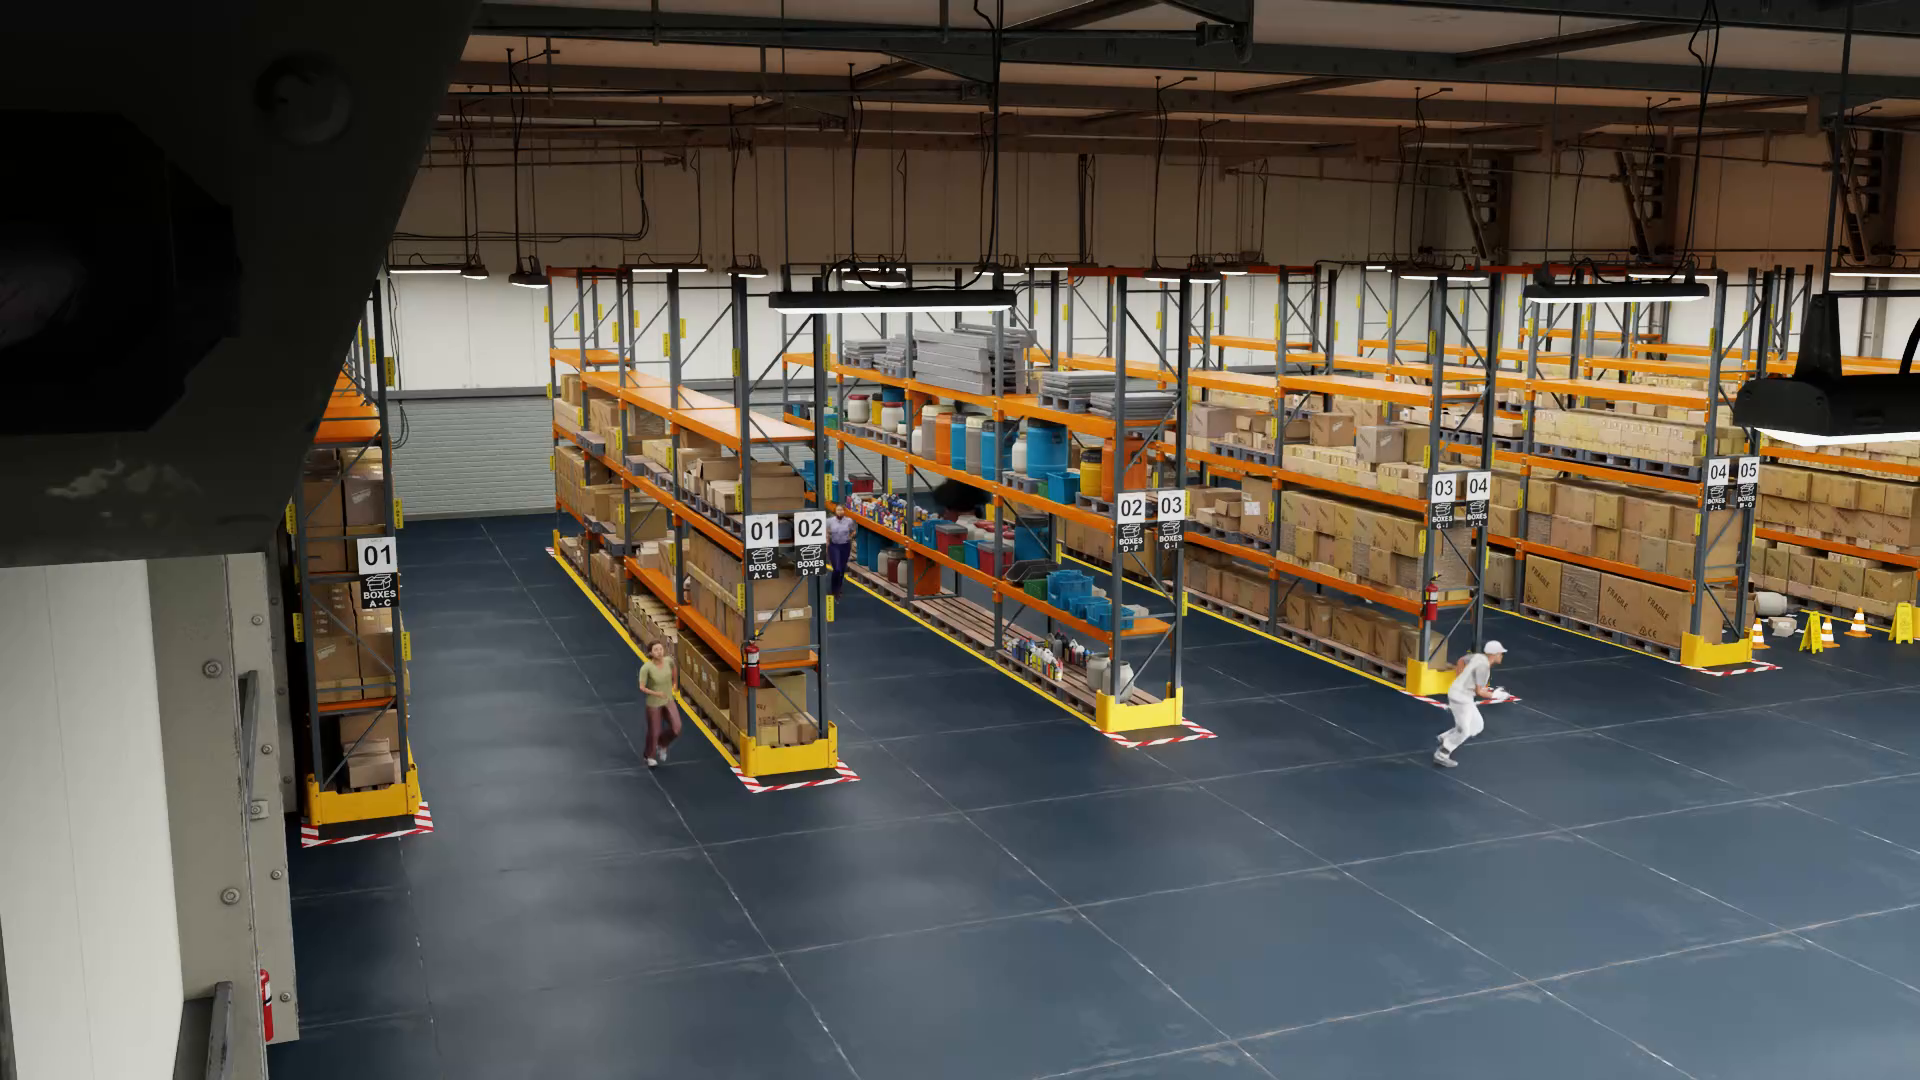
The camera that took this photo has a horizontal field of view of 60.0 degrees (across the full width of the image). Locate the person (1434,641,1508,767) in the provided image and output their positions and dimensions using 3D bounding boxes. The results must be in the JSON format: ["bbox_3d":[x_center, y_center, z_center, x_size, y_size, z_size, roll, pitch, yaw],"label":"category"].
[{"bbox_3d":[6.318,2.007,20.539,0.827,1.601,0.696,2,10,13],"label":"person"}]

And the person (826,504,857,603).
[{"bbox_3d":[-2.091,0.227,29.171,0.577,1.736,0.670,-3,10,-18],"label":"person"}]

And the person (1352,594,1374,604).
[{"bbox_3d":[7.374,0.281,30.273,0.530,1.727,0.861,-6,12,-31],"label":"person"}]

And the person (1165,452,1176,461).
[{"bbox_3d":[5.081,-1.631,41.110,0.874,1.683,0.591,-4,11,-24],"label":"person"}]

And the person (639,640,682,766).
[{"bbox_3d":[-3.671,2.008,20.403,0.593,1.622,0.726,-6,12,-33],"label":"person"}]
